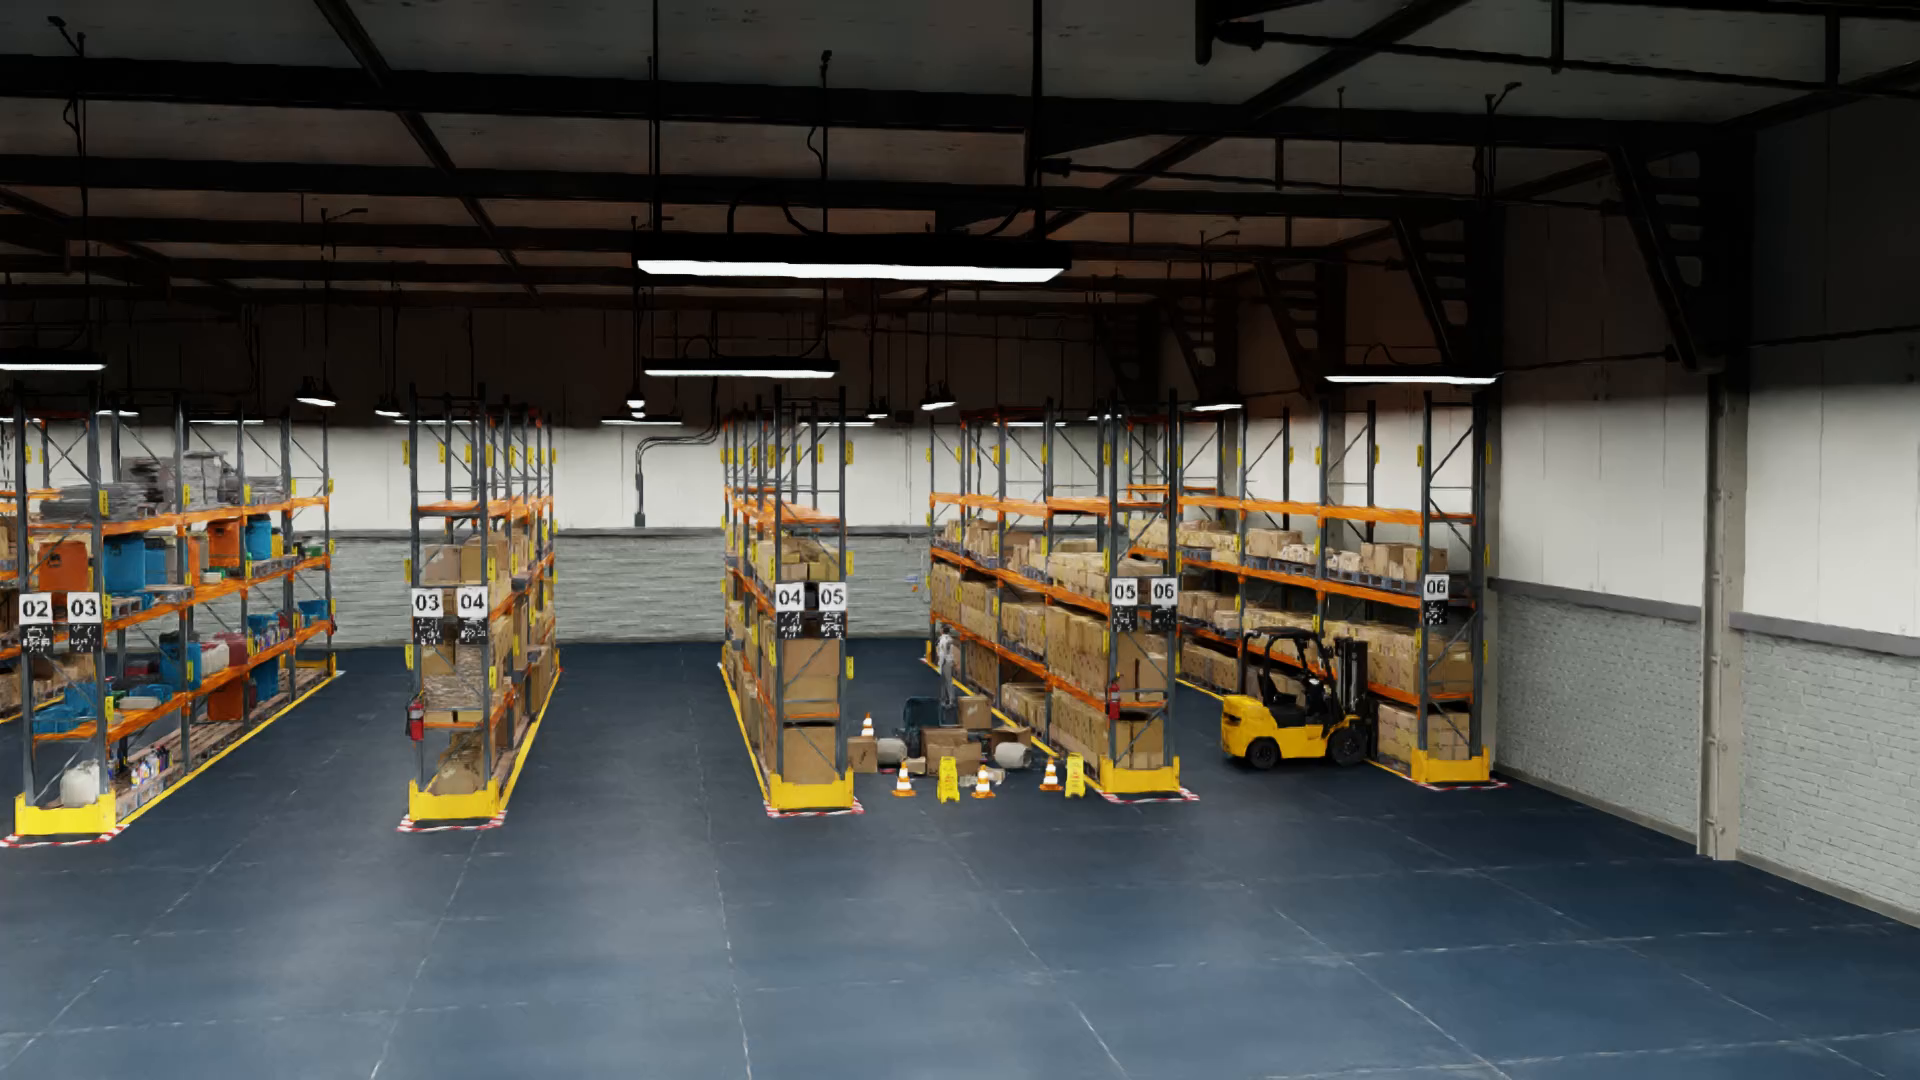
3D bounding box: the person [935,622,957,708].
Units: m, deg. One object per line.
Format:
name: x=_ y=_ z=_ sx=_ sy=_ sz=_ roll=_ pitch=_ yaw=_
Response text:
person: x=-0.313 y=2.475 z=33.135 sx=0.552 sy=1.664 sz=0.572 roll=1 pitch=3 yaw=12
